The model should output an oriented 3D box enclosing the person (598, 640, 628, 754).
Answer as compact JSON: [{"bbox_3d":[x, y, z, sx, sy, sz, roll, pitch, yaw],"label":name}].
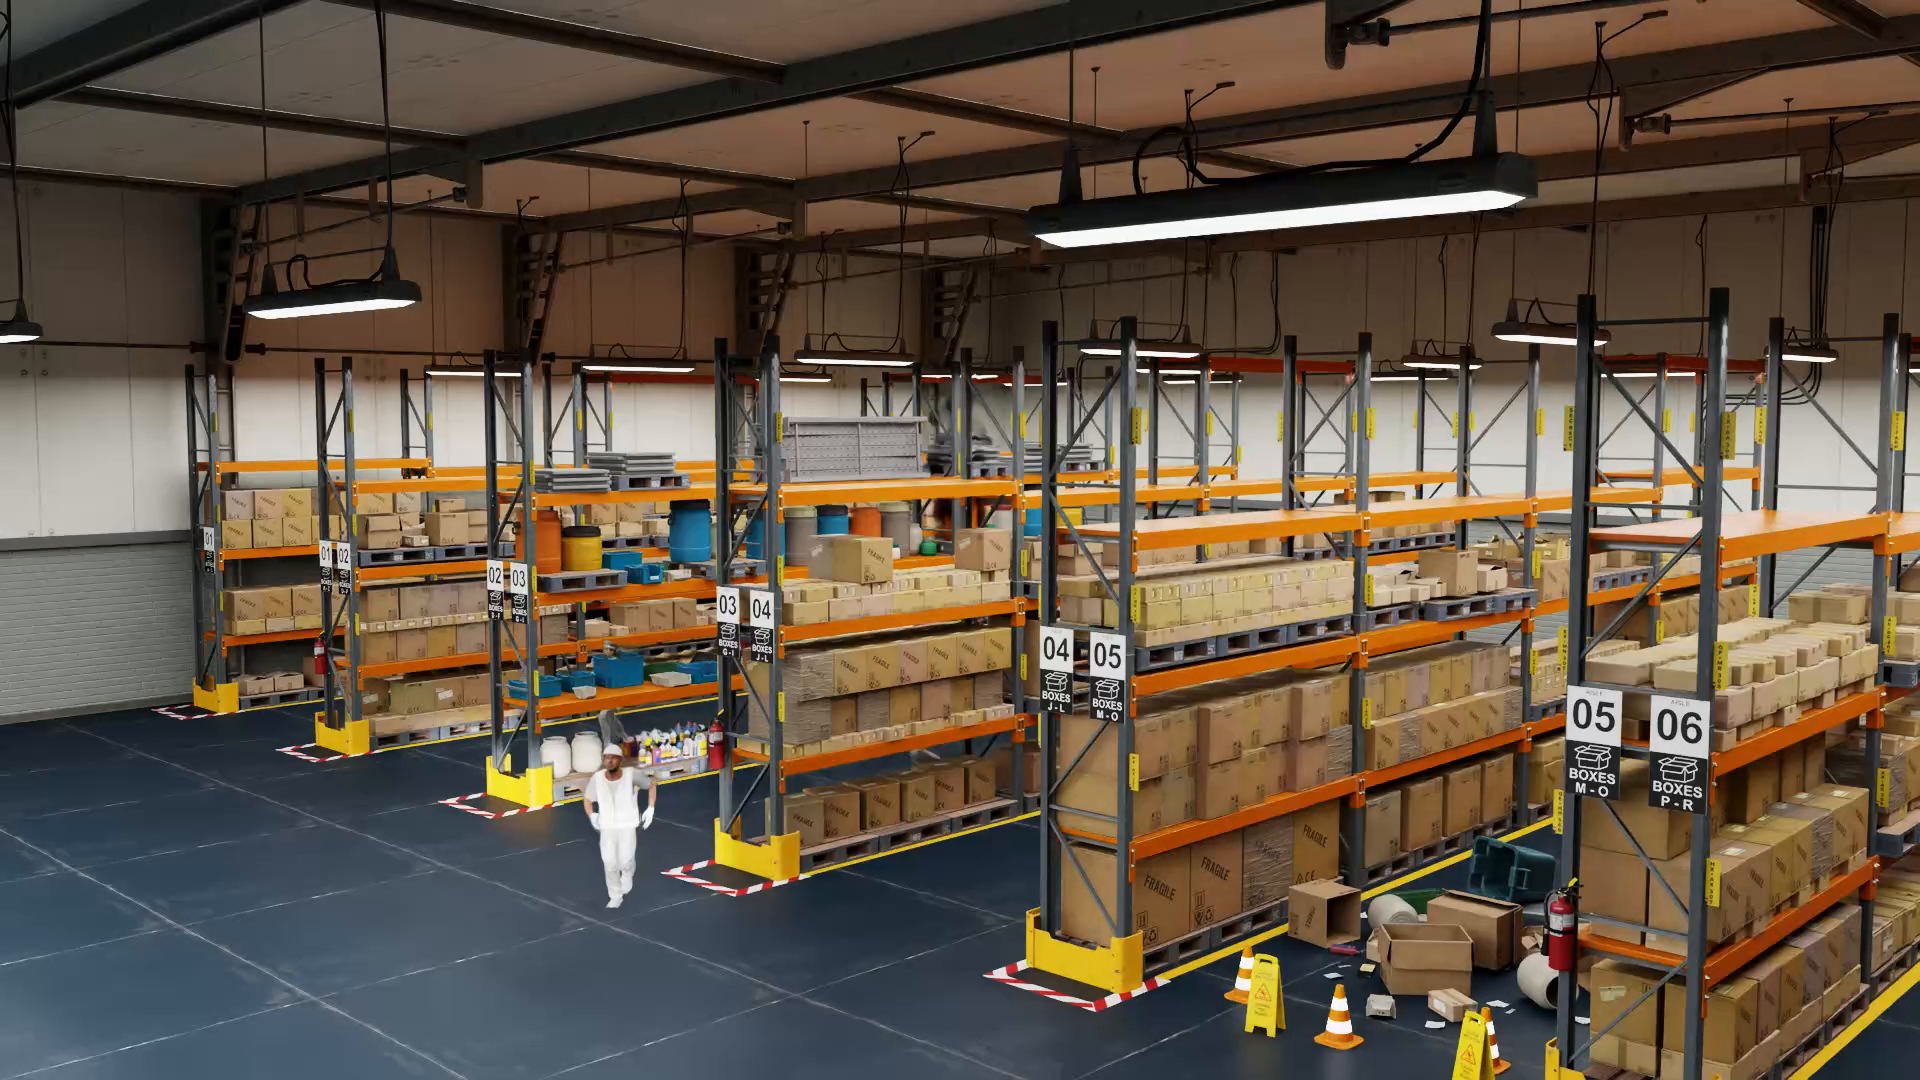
[{"bbox_3d":[-5.326,2.382,25.288,0.594,1.745,0.712,4,6,44],"label":"person"}]

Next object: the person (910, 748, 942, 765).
[{"bbox_3d":[-0.520,2.596,22.958,0.560,1.631,0.559,4,6,42],"label":"person"}]

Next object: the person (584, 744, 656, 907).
[{"bbox_3d":[-3.539,2.949,17.212,0.723,1.673,0.619,0,4,0],"label":"person"}]
